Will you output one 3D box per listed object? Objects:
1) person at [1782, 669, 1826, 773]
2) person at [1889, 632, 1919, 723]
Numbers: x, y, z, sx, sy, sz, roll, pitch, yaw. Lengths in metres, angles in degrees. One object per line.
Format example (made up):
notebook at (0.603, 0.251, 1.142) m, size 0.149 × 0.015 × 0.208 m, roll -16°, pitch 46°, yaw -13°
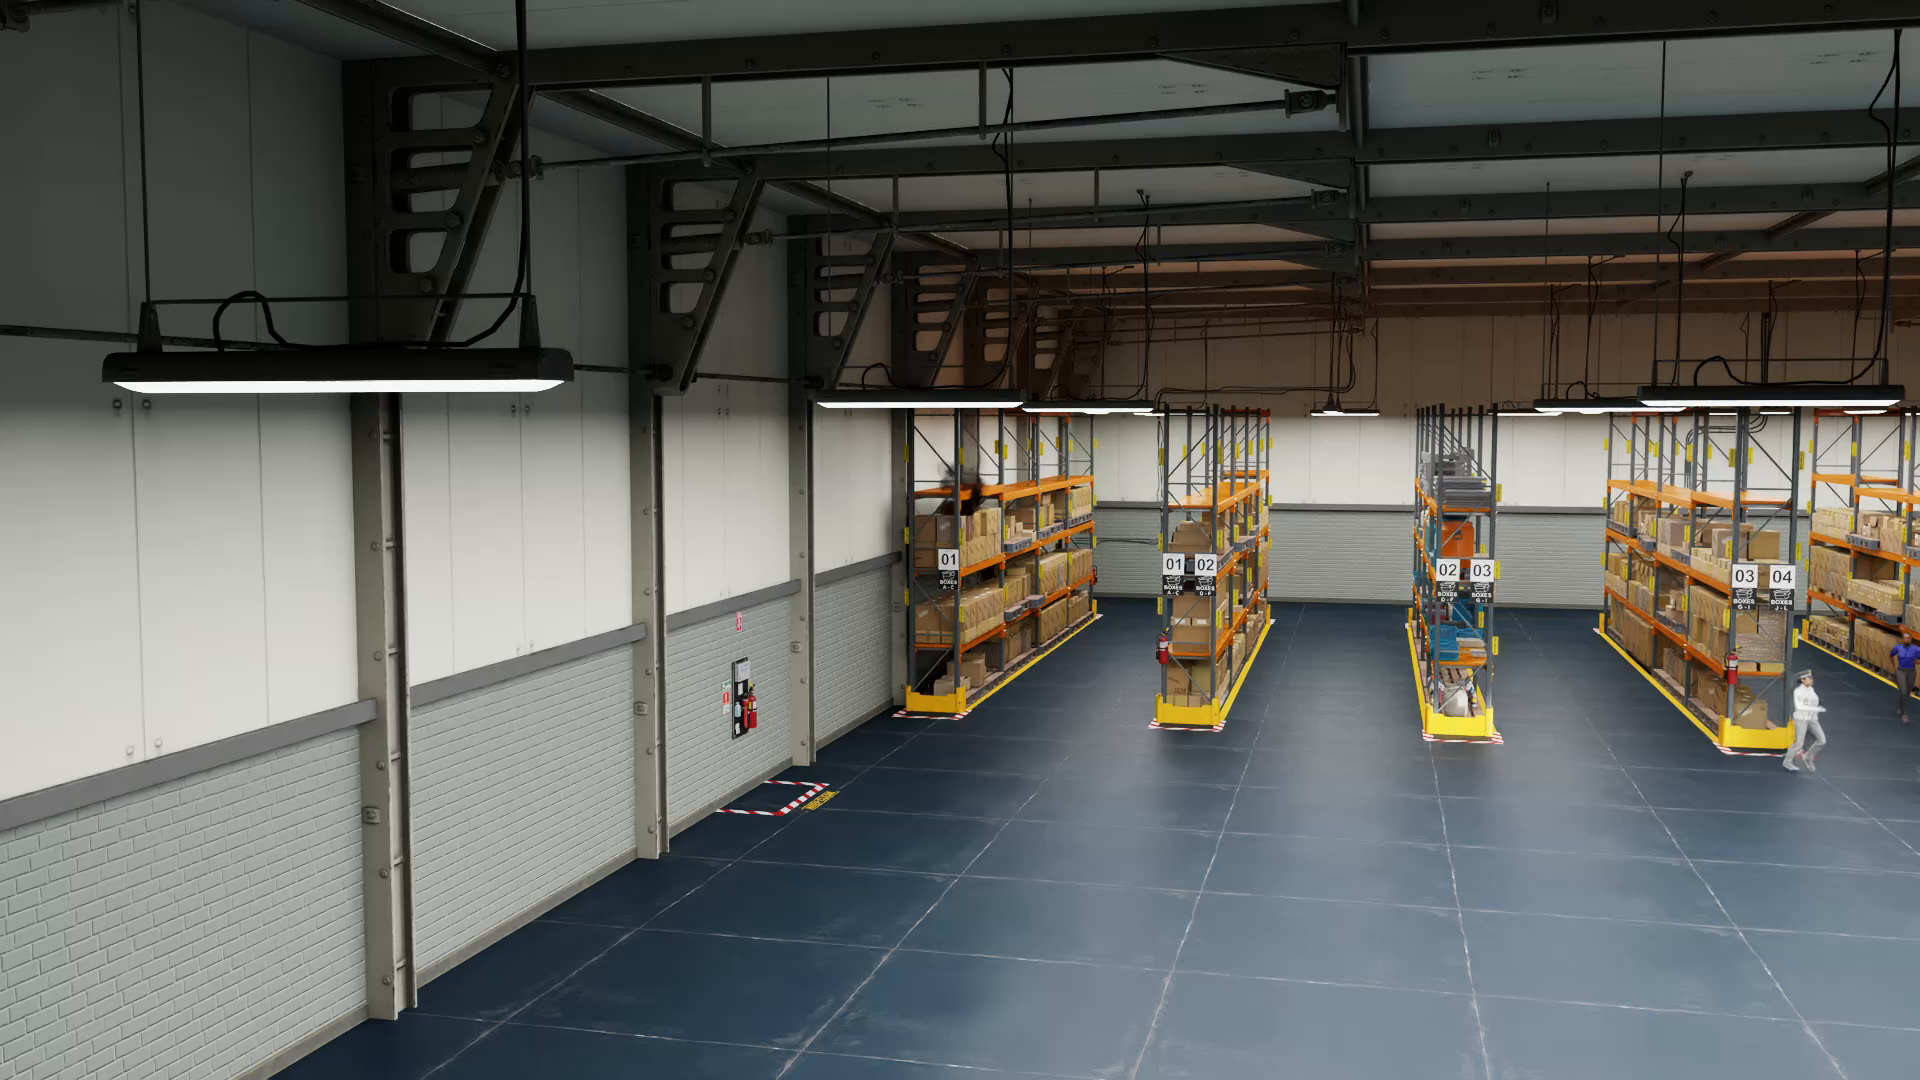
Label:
person at (13.704, 2.927, 26.883) m, size 0.603 × 1.683 × 0.670 m, roll -2°, pitch 5°, yaw -27°
person at (18.020, 2.595, 31.649) m, size 0.560 × 1.693 × 0.859 m, roll 1°, pitch 4°, yaw 16°
